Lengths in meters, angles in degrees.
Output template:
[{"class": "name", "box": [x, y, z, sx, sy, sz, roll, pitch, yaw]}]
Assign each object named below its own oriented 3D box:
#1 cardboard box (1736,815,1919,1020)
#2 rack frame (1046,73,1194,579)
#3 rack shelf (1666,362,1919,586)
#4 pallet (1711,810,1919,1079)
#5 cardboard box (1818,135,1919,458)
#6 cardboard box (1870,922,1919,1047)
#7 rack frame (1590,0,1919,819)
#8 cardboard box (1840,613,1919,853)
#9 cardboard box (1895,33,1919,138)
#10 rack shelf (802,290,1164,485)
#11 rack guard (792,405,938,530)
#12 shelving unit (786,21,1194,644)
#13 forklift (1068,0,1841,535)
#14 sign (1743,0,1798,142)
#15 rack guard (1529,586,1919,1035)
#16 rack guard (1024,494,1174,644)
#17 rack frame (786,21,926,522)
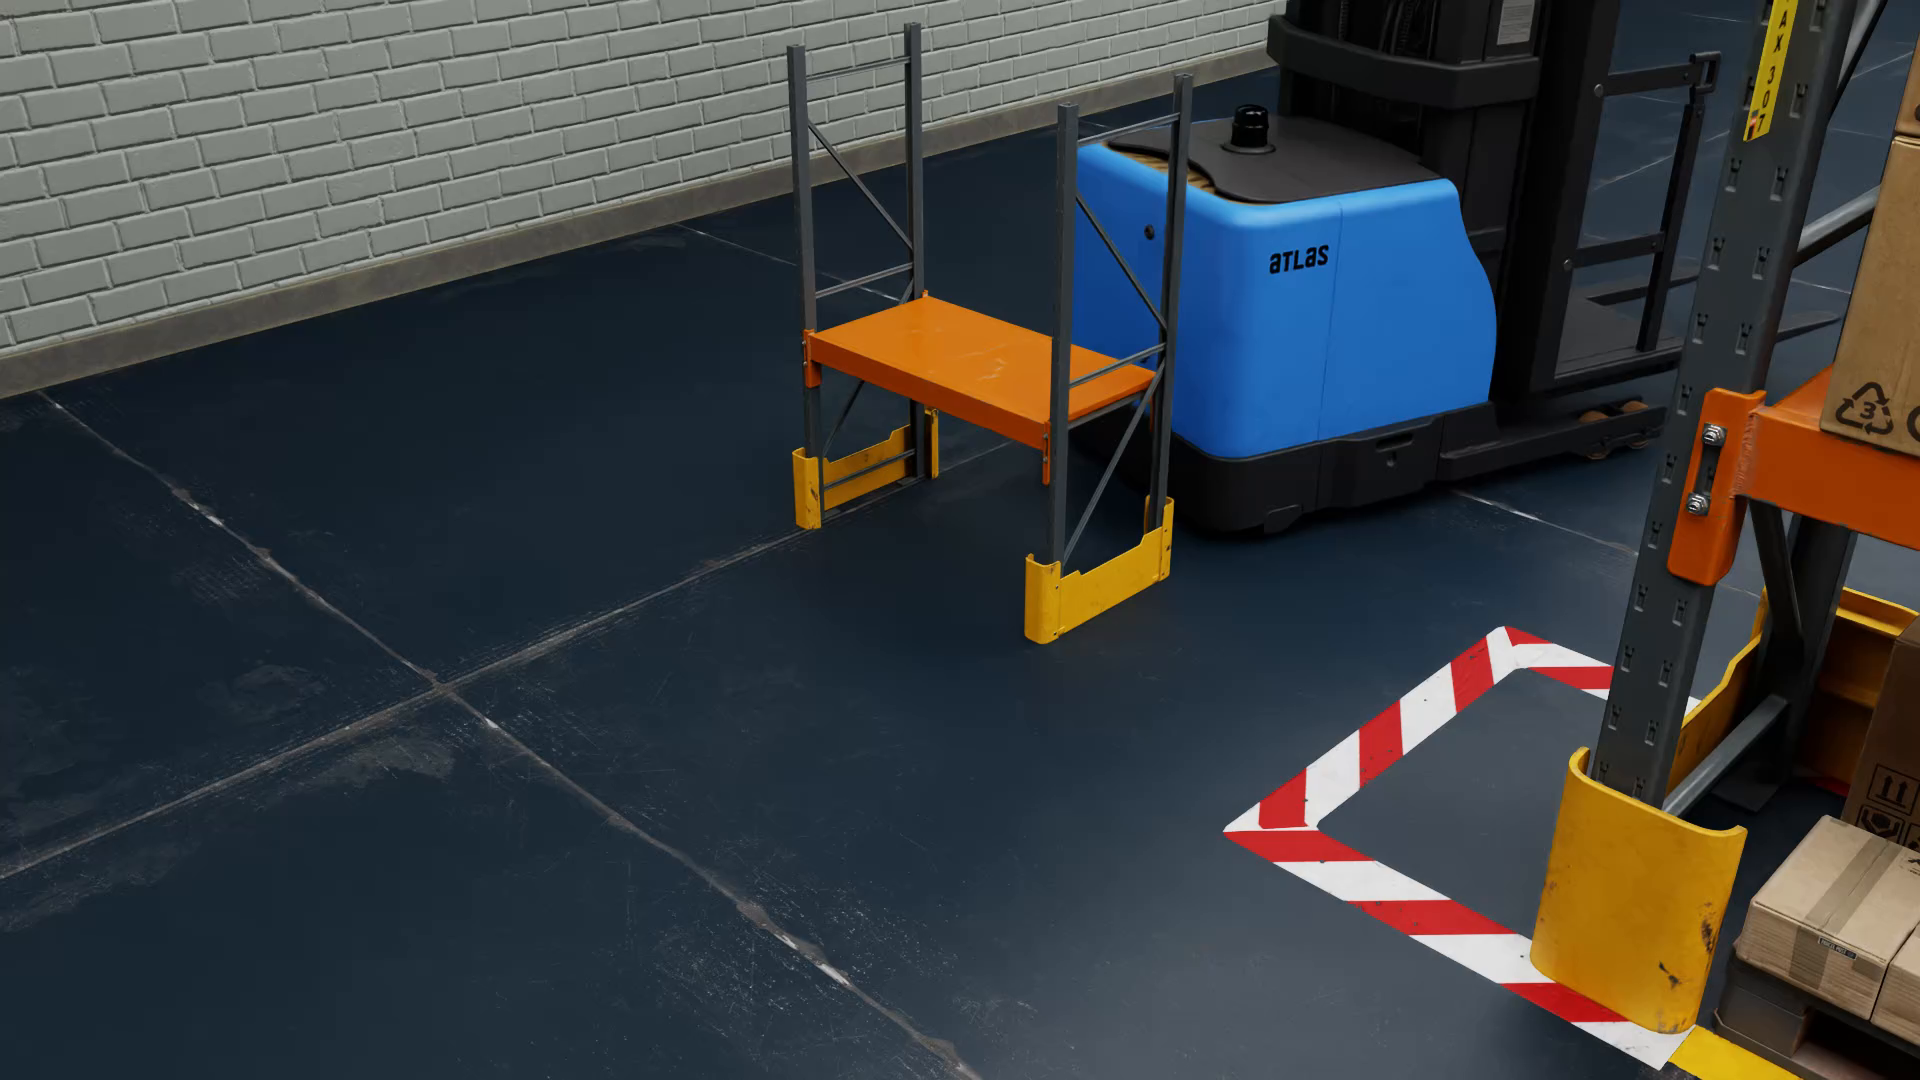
[{"class": "cardboard box", "box": [1.724, 0.726, 3.238, 0.250, 0.149, 0.380, 25, 36, 38]}, {"class": "rack frame", "box": [0.423, -0.470, 4.533, 0.032, 1.500, 0.500, 25, 36, 38]}, {"class": "rack shelf", "box": [3.093, 0.379, 2.080, 4.000, 0.370, 1.077, 25, 36, 38]}, {"class": "pallet", "box": [2.290, 0.927, 3.261, 1.213, 0.211, 1.003, 25, 36, 38]}, {"class": "cardboard box", "box": [1.798, -0.404, 2.688, 0.500, 0.500, 0.500, -24, 36, -38]}, {"class": "cardboard box", "box": [1.903, 0.799, 3.078, 0.250, 0.166, 0.380, 25, 36, 38]}, {"class": "rack frame", "box": [1.667, -0.592, 3.153, 0.127, 3.000, 1.000, 25, 36, 38]}, {"class": "cardboard box", "box": [2.227, 0.415, 3.451, 0.500, 0.500, 0.500, 25, 36, 38]}, {"class": "cardboard box", "box": [1.798, -0.847, 2.456, 0.500, 0.500, 0.500, -24, 36, -38]}, {"class": "rack shelf", "box": [0.061, -0.477, 4.932, 1.000, 0.185, 0.538, 25, 36, 38]}, {"class": "rack guard", "box": [-0.301, -0.248, 5.454, 0.087, 0.250, 0.587, 25, 36, 38]}, {"class": "shelving unit", "box": [0.054, -0.639, 4.854, 1.083, 1.500, 0.587, 25, 36, 38]}, {"class": "forklift", "box": [1.899, -1.781, 5.487, 3.031, 2.935, 1.130, -13, 31, -24]}, {"class": "sign", "box": [1.286, -0.795, 2.609, 0.005, 0.325, 0.100, 25, 36, 38]}, {"class": "rack guard", "box": [1.721, 0.539, 3.688, 0.348, 0.500, 1.175, 25, 36, 38]}, {"class": "rack guard", "box": [0.409, 0.077, 4.835, 0.087, 0.250, 0.587, 25, 36, 38]}, {"class": "rack frame", "box": [-0.302, -0.802, 5.163, 0.032, 1.500, 0.500, 25, 36, 38]}]
